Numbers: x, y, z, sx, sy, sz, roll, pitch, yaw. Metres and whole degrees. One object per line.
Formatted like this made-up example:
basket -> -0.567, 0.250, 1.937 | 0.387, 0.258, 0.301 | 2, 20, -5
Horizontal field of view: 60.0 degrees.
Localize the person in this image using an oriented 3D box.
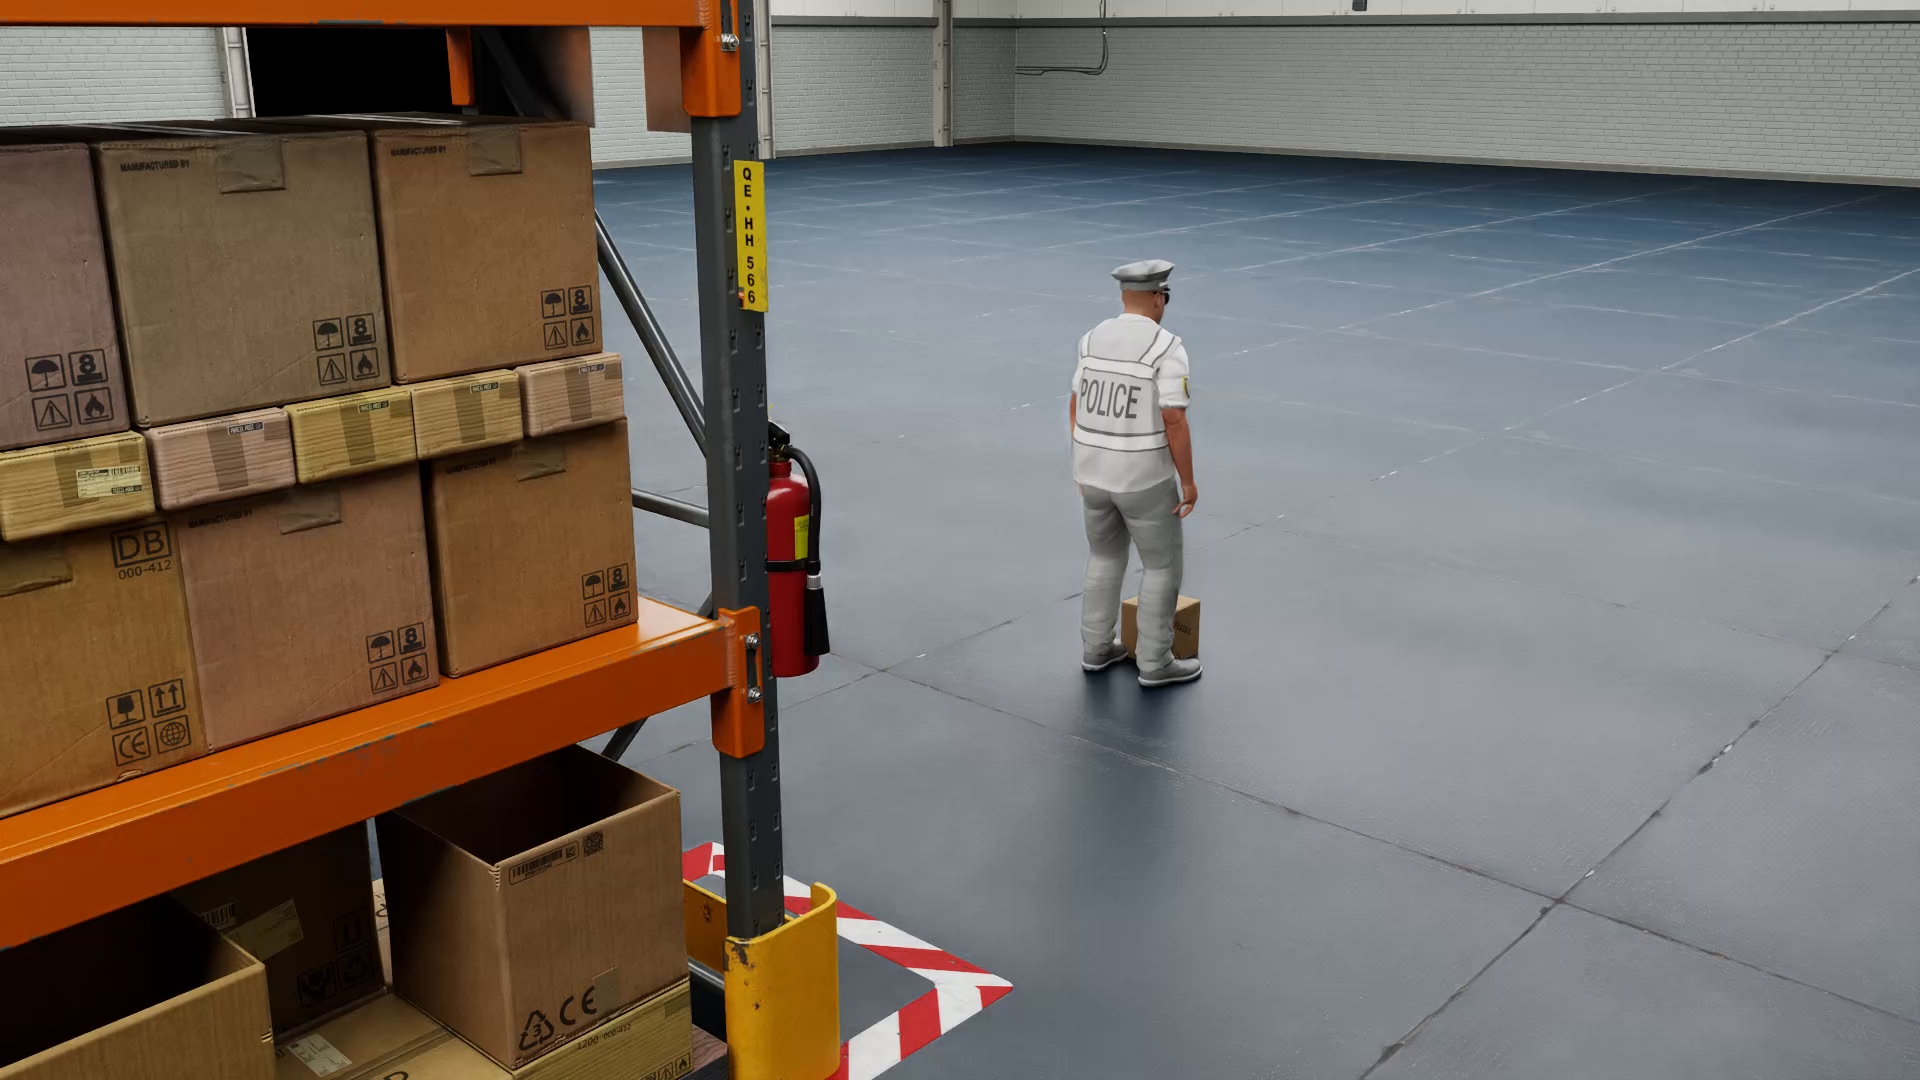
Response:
person -> 0.708, -0.270, 6.923 | 0.585, 1.748, 0.432 | 14, 22, 39
